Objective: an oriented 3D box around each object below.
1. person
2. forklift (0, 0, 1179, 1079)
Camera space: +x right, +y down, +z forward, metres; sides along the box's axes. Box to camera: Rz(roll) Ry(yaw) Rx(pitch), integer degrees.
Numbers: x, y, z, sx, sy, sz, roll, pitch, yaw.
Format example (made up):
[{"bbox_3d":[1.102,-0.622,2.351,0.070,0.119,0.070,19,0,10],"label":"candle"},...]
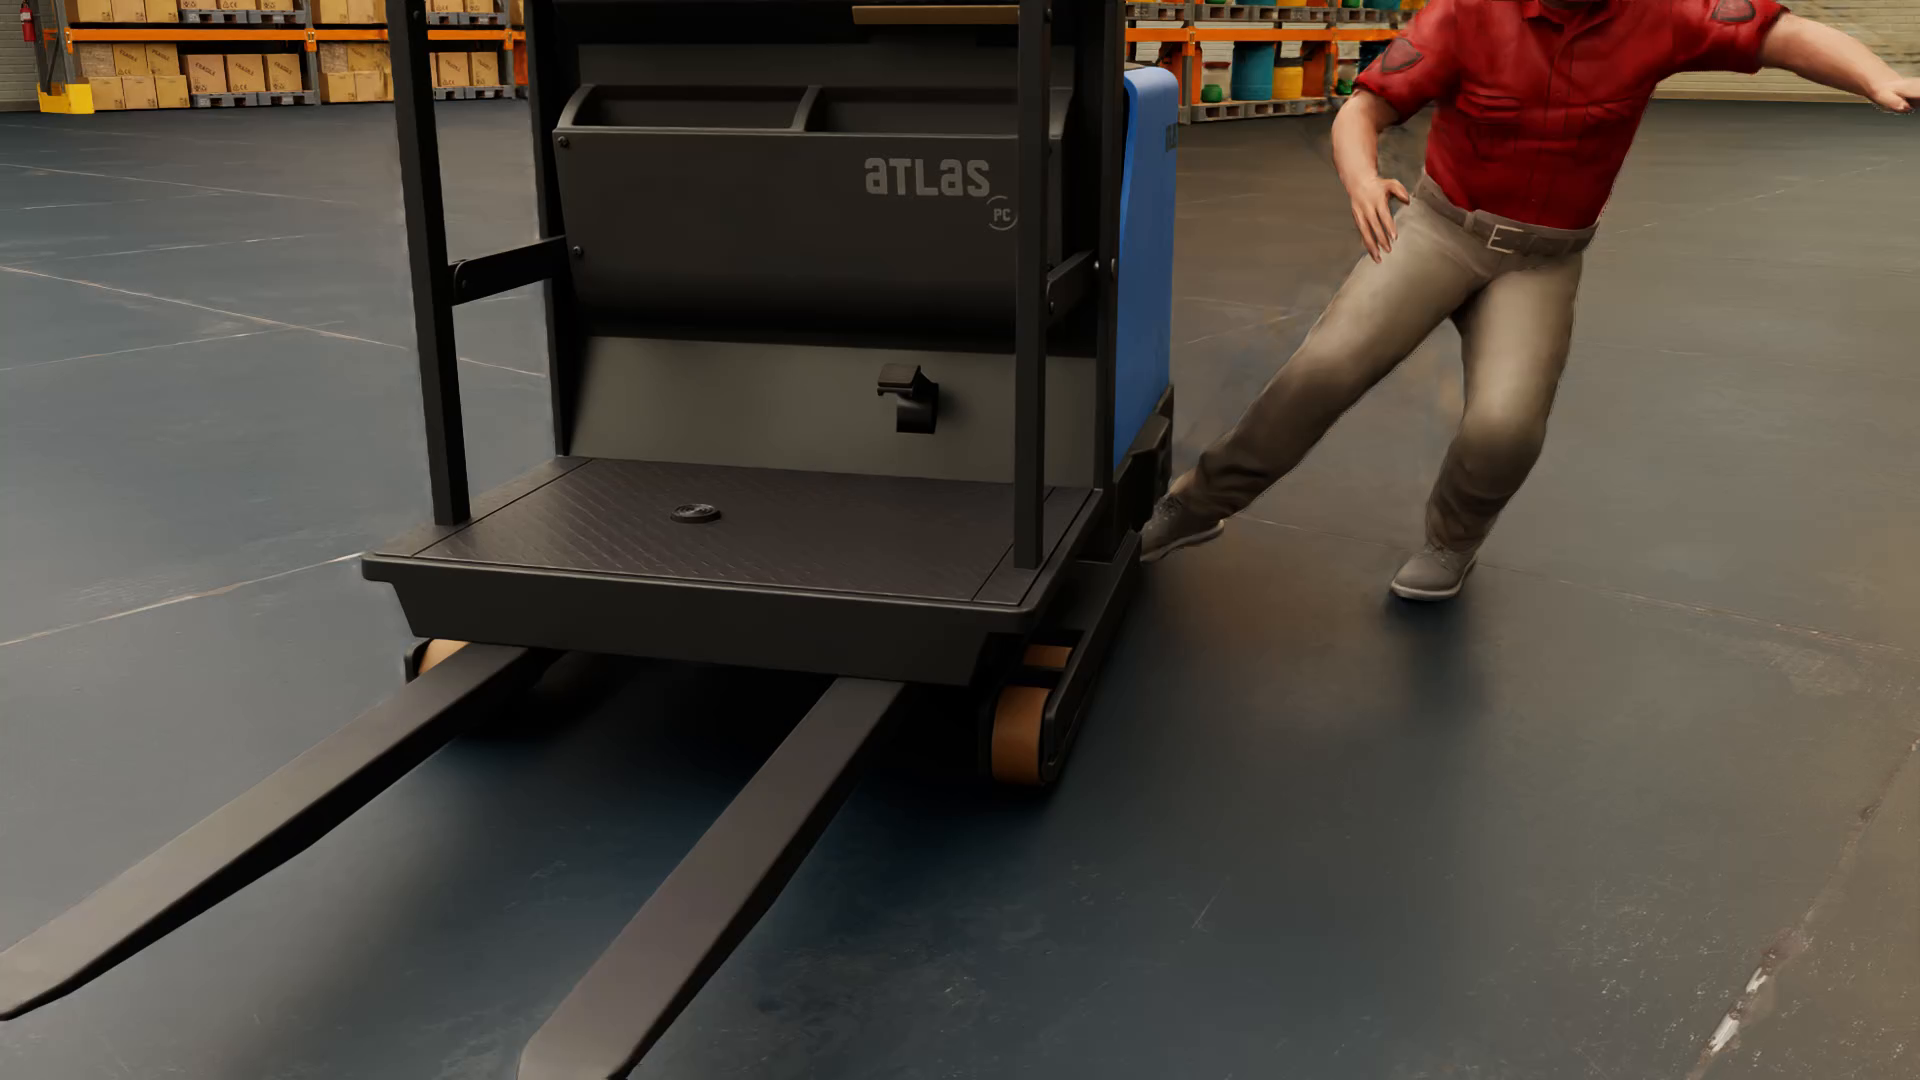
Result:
[{"bbox_3d":[0.980,-0.549,3.243,1.441,1.478,0.852,2,17,5],"label":"person"},{"bbox_3d":[-0.313,-1.129,2.615,1.130,2.935,3.031,4,17,13],"label":"forklift"}]
